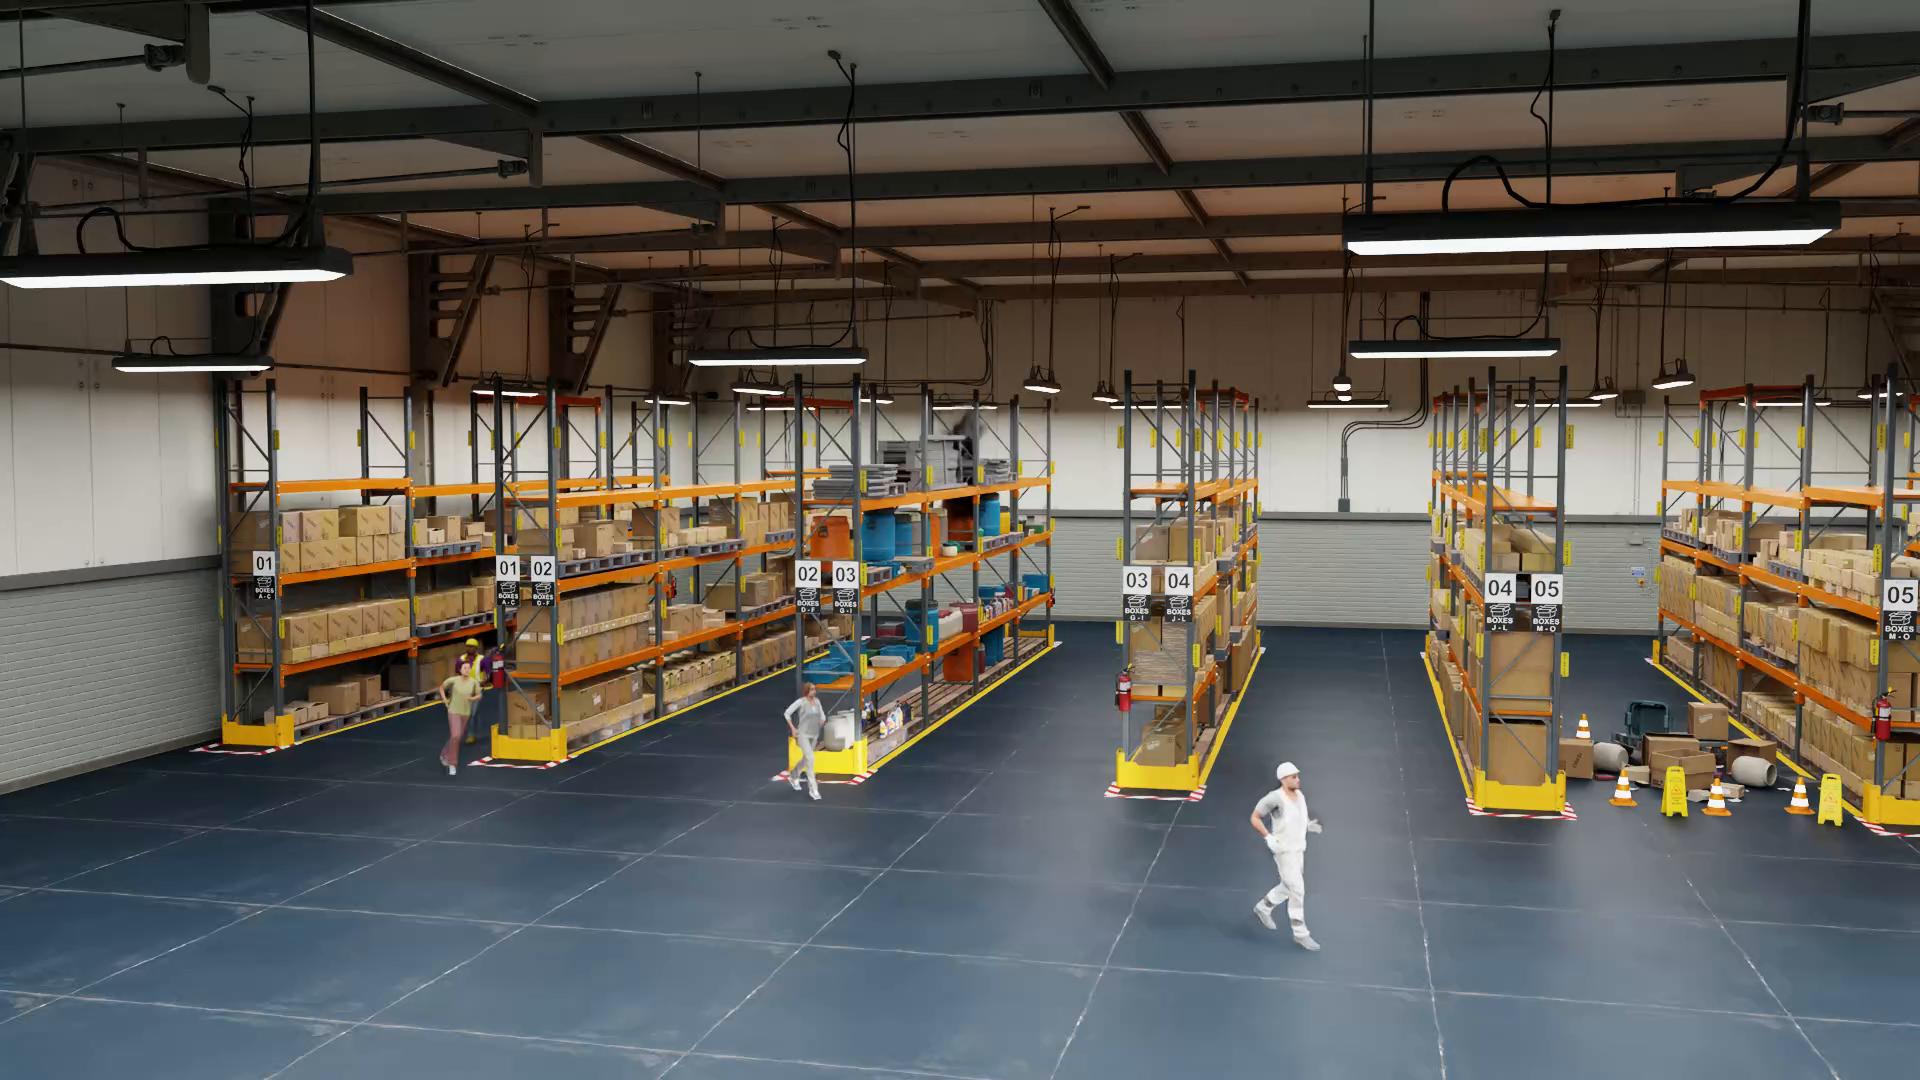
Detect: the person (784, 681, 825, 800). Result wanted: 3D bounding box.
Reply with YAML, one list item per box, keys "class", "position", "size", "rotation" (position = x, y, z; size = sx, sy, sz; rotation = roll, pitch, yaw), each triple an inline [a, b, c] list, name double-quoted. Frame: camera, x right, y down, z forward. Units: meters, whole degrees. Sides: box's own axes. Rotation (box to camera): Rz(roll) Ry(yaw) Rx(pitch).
- class: "person"
  position: [-2.146, 2.787, 23.398]
  size: [0.806, 1.606, 0.557]
  rotation: [3, 5, 42]

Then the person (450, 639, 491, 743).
- class: "person"
  position: [-8.089, 2.489, 27.622]
  size: [0.702, 1.721, 0.589]
  rotation: [0, 3, 5]

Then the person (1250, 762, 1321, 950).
- class: "person"
  position: [3.248, 3.104, 16.565]
  size: [0.651, 1.796, 0.861]
  rotation: [-3, 5, -44]

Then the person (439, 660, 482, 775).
- class: "person"
  position: [-7.600, 2.675, 25.295]
  size: [0.581, 1.720, 0.742]
  rotation: [-3, 4, -38]
